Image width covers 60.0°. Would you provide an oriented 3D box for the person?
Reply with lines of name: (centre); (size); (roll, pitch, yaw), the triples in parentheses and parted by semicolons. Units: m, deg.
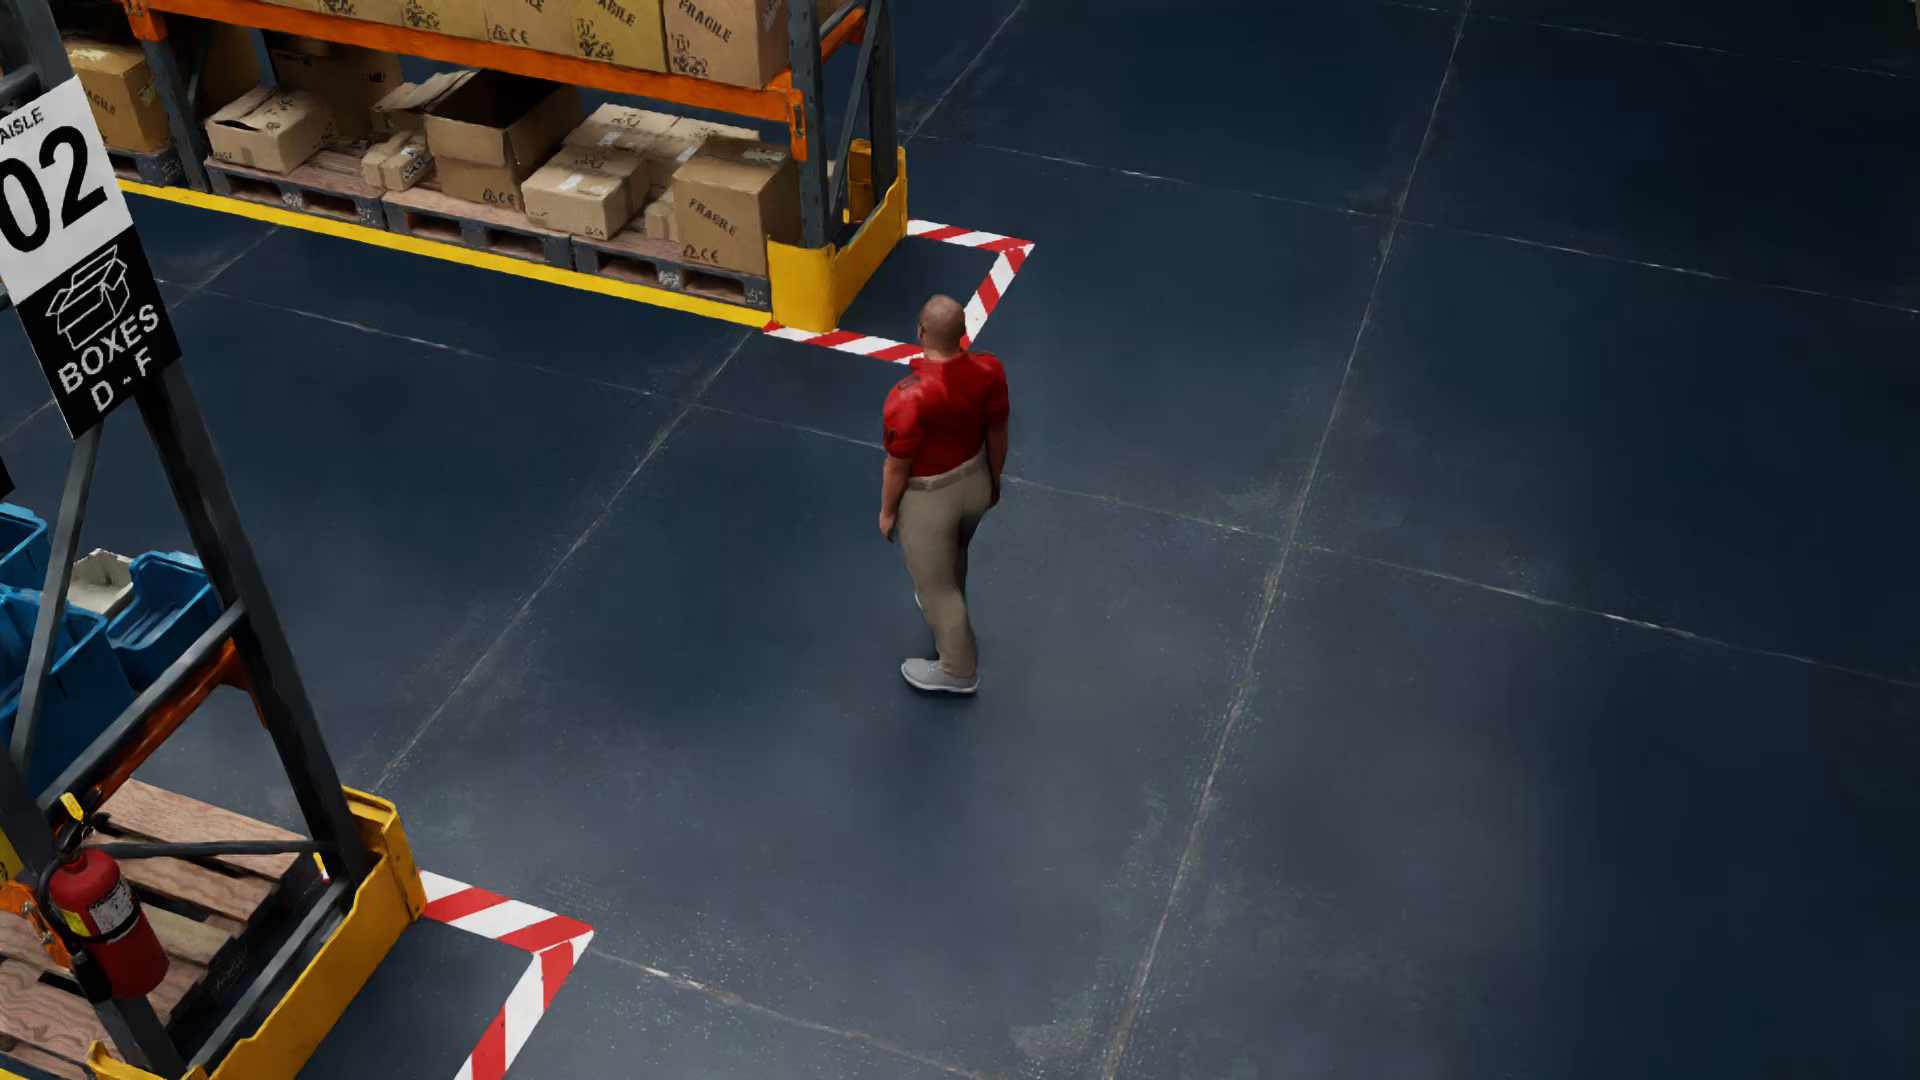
person: (-0.047, -0.154, 6.367); (0.415, 1.569, 0.465); (-31, 50, -31)
